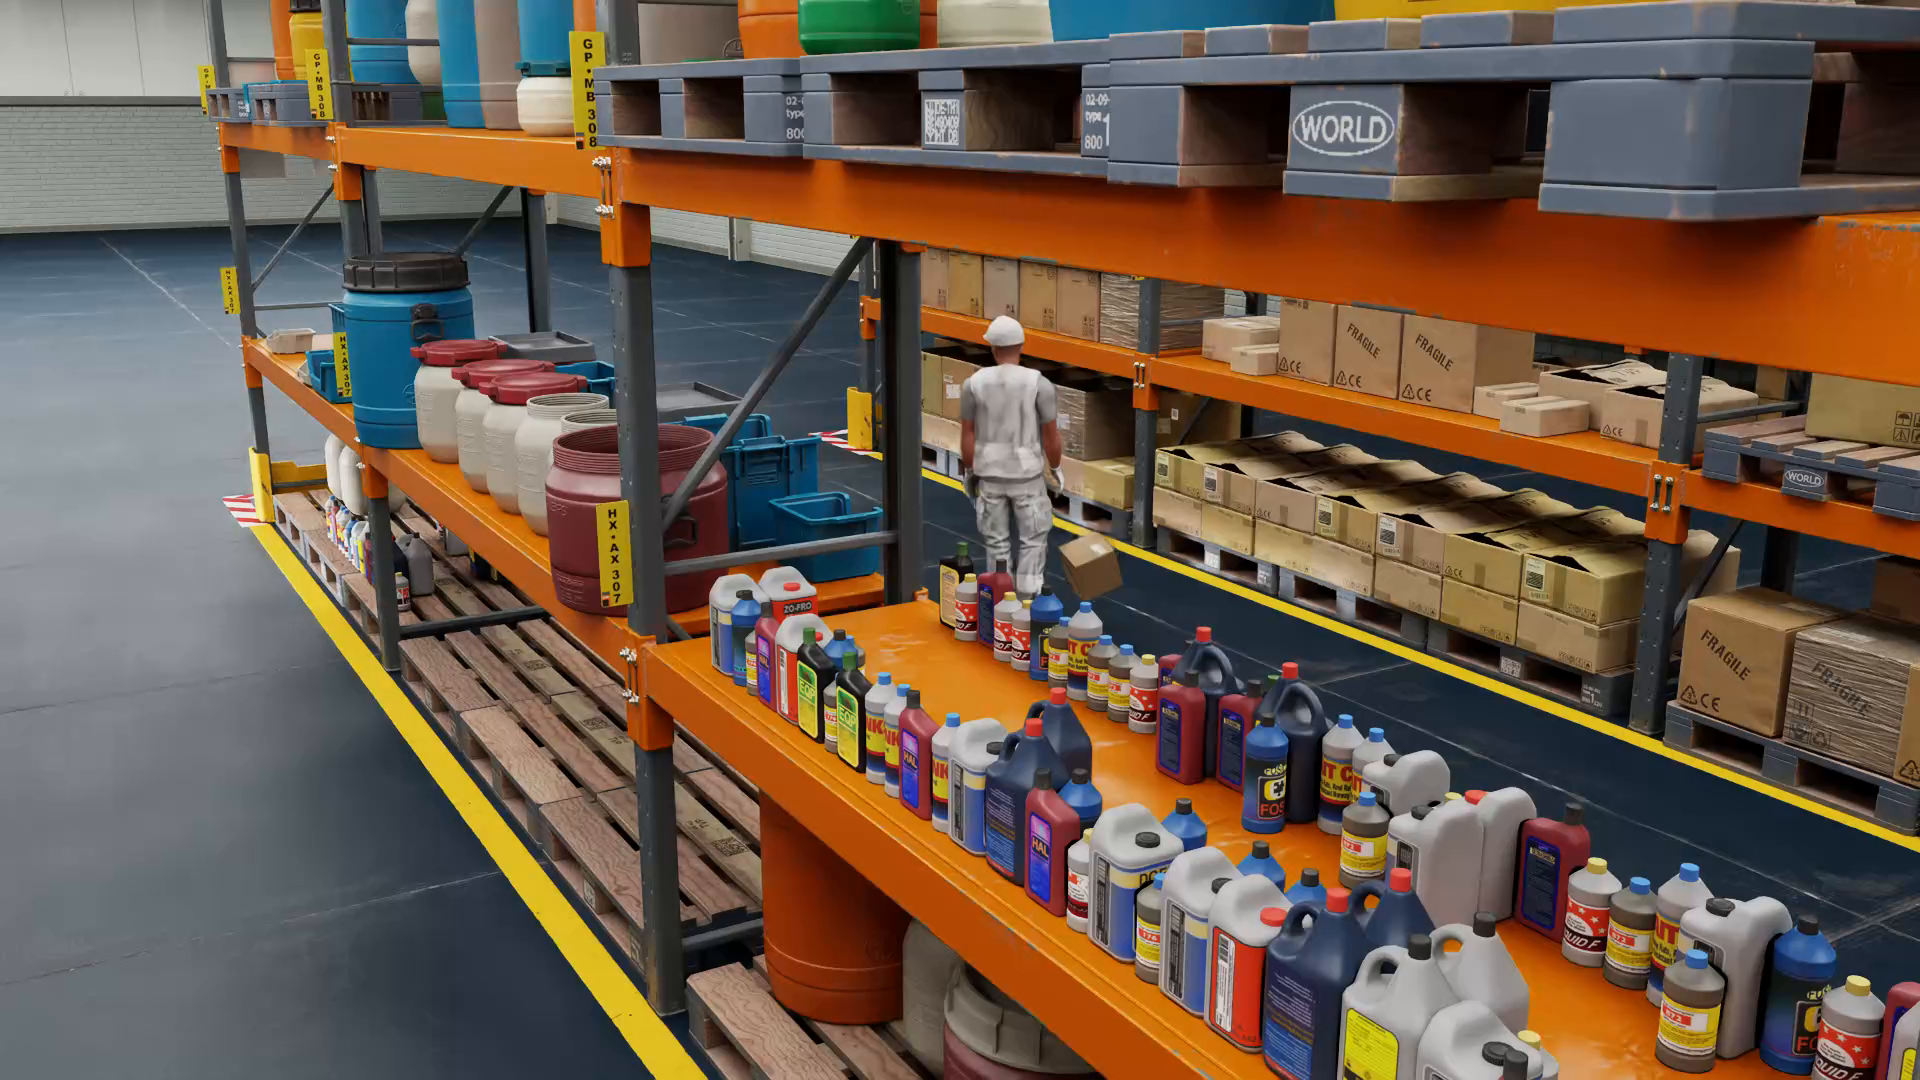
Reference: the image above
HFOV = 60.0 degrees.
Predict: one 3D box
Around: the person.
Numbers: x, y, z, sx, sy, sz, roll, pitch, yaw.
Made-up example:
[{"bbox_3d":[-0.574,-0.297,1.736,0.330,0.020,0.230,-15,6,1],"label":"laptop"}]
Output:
[{"bbox_3d":[0.330,-0.342,9.203,0.665,1.788,0.423,4,15,15],"label":"person"}]
